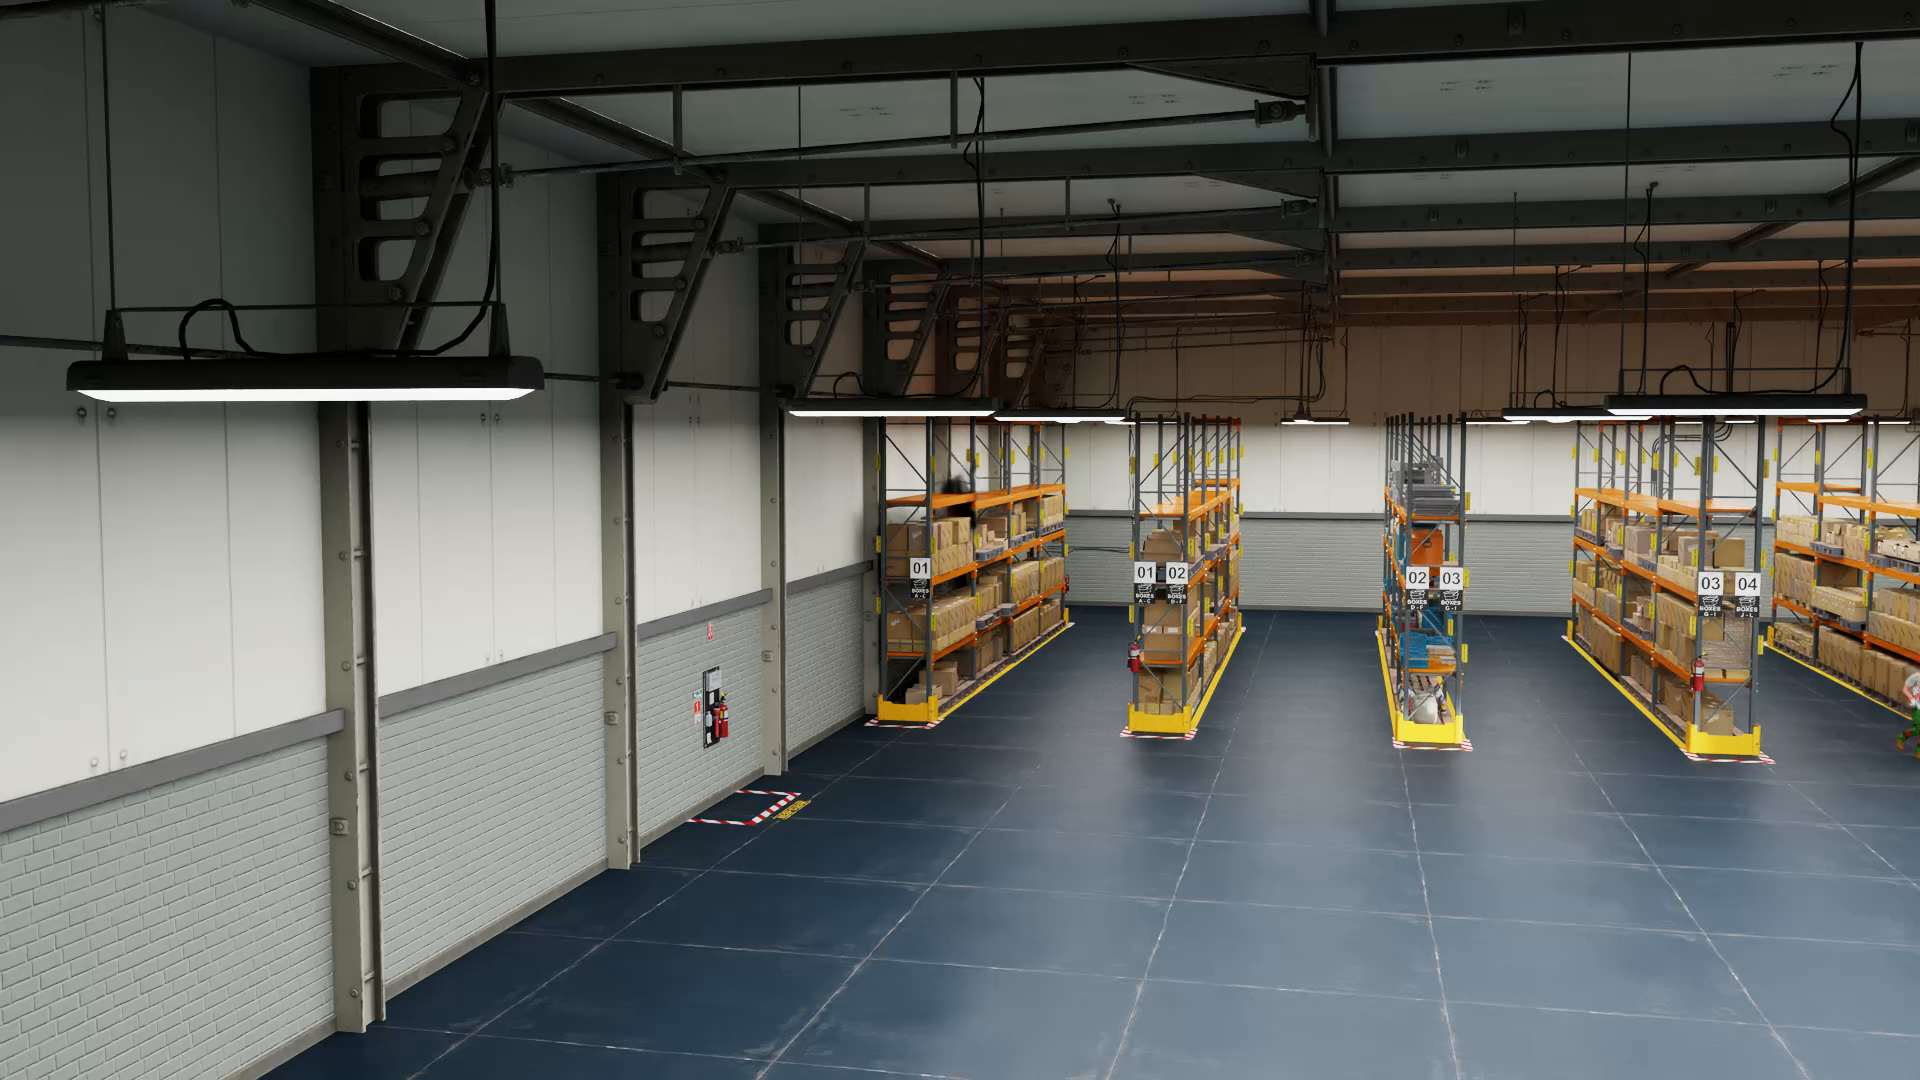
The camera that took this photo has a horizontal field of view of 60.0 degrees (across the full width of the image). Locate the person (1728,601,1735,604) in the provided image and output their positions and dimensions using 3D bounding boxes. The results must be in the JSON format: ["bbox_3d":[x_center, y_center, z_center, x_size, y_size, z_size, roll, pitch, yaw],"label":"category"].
[{"bbox_3d":[19.862,1.963,43.103,0.657,1.775,0.680,2,4,24],"label":"person"}]

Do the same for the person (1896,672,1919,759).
[{"bbox_3d":[16.712,2.905,28.877,0.708,1.752,0.656,-1,4,-11],"label":"person"}]
